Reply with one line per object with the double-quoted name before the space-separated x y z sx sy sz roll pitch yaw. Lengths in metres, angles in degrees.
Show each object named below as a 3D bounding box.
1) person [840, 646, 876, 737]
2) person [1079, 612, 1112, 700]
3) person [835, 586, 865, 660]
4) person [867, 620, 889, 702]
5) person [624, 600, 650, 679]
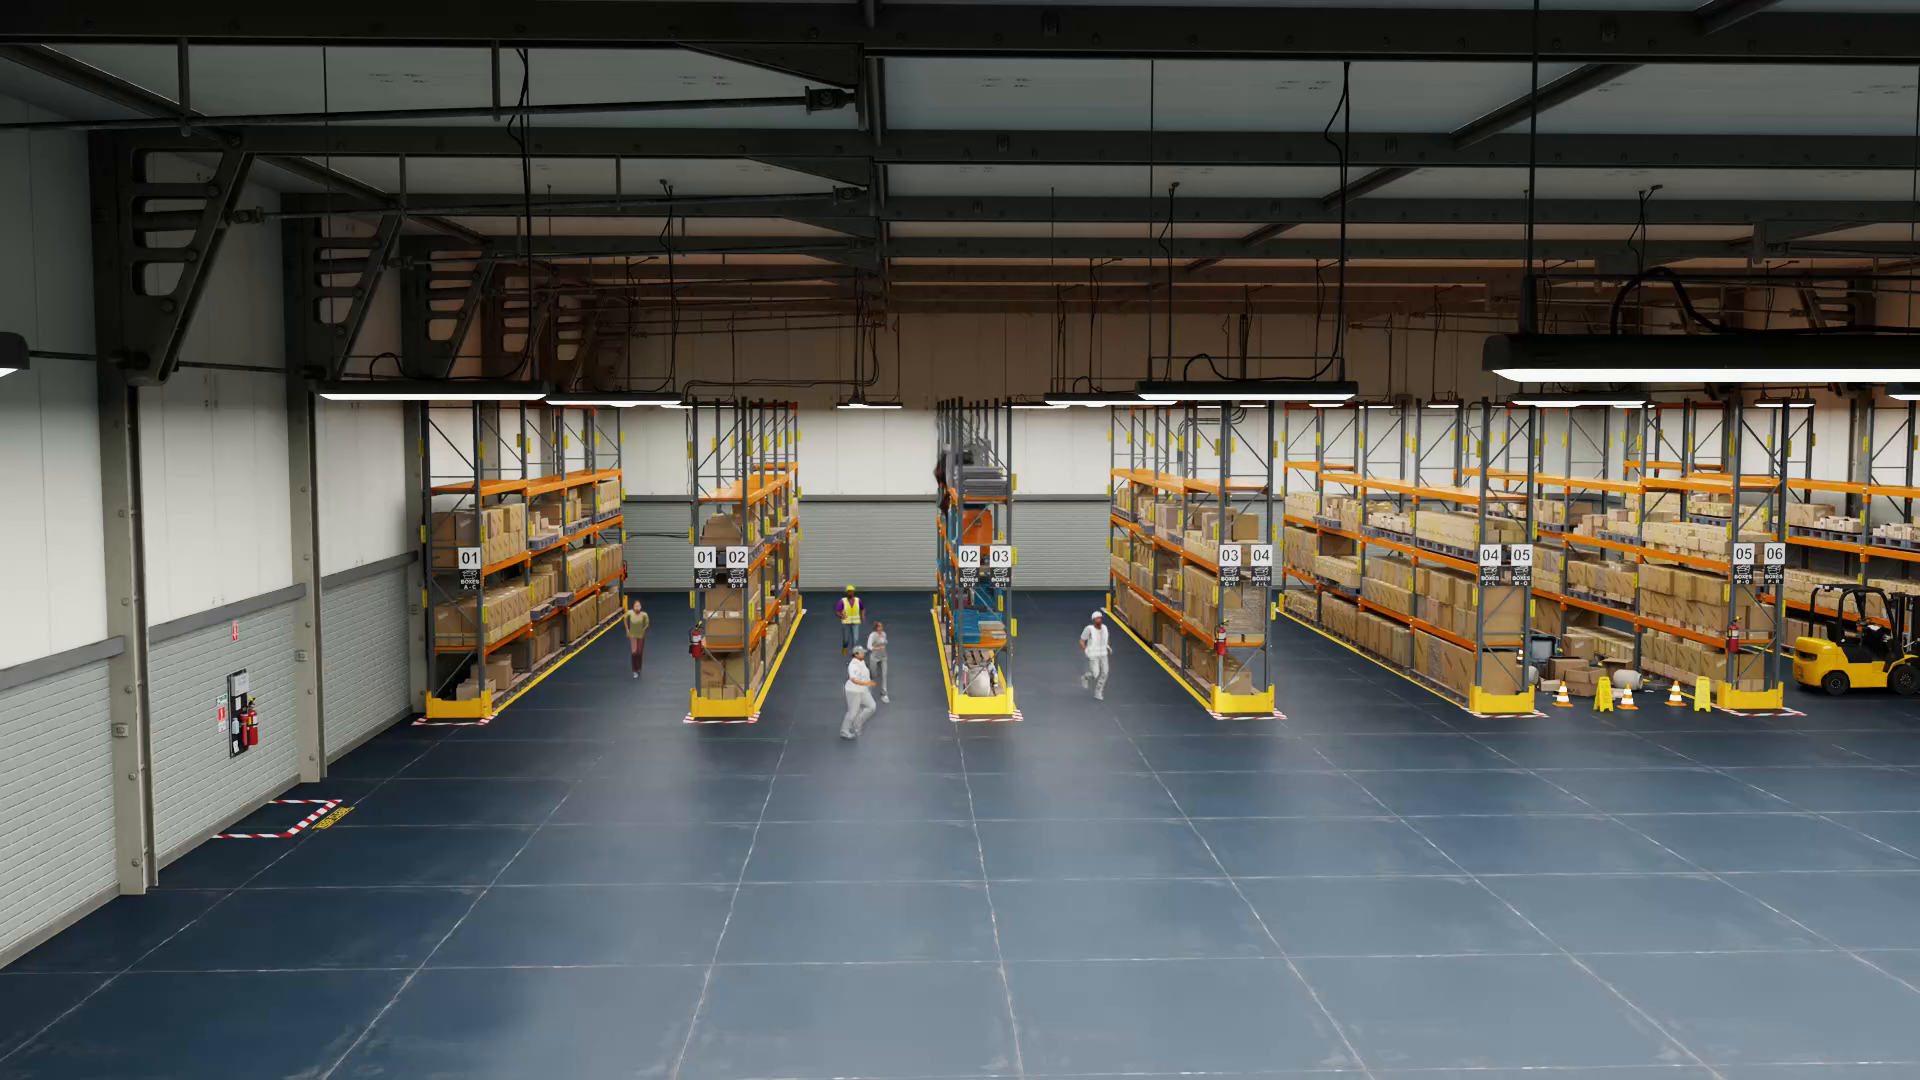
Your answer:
"person" -1.765 2.651 29.091 0.718 1.625 0.577 2 5 25
"person" 2.729 2.297 33.260 0.697 1.744 0.703 -2 5 -25
"person" -2.503 1.913 38.181 0.714 1.733 0.791 -1 5 -13
"person" -1.640 2.381 32.832 0.537 1.560 0.881 -3 5 -34
"person" -6.972 2.140 35.921 0.514 1.710 0.821 -2 5 -20
